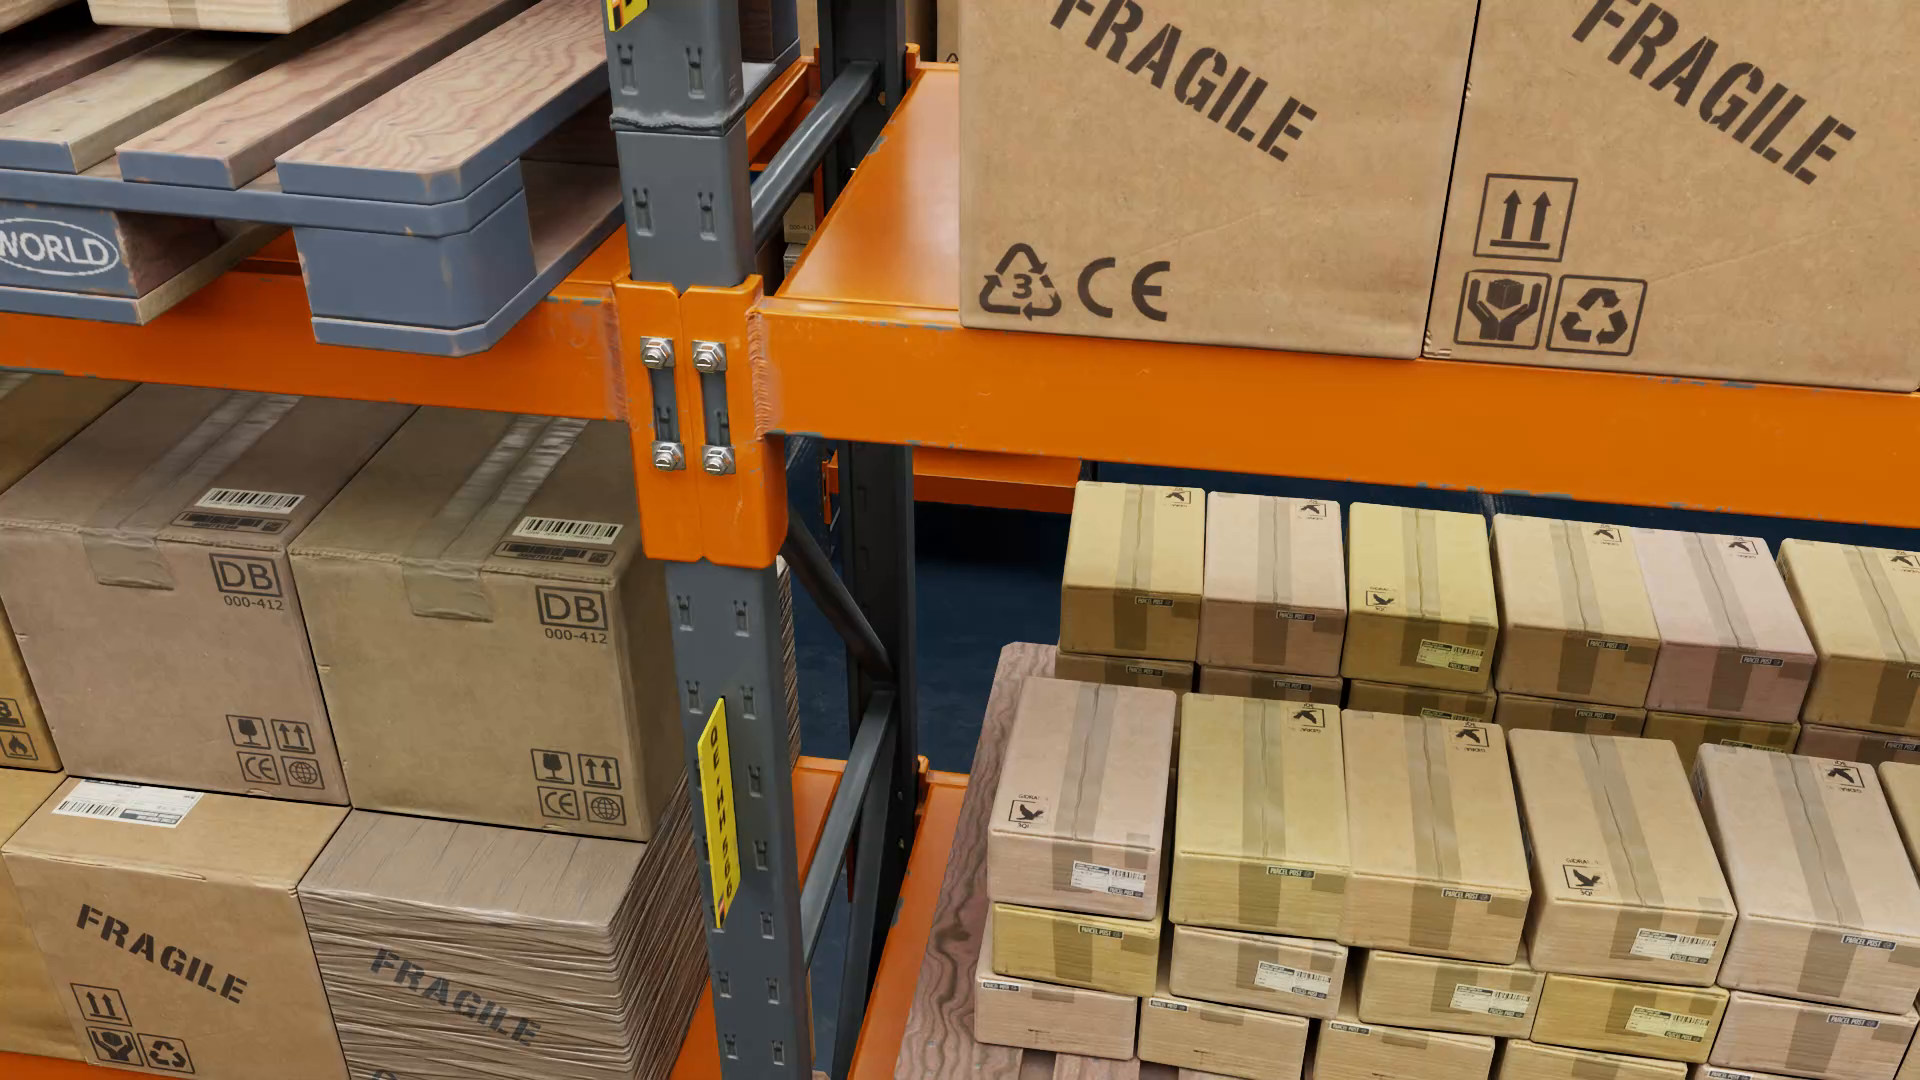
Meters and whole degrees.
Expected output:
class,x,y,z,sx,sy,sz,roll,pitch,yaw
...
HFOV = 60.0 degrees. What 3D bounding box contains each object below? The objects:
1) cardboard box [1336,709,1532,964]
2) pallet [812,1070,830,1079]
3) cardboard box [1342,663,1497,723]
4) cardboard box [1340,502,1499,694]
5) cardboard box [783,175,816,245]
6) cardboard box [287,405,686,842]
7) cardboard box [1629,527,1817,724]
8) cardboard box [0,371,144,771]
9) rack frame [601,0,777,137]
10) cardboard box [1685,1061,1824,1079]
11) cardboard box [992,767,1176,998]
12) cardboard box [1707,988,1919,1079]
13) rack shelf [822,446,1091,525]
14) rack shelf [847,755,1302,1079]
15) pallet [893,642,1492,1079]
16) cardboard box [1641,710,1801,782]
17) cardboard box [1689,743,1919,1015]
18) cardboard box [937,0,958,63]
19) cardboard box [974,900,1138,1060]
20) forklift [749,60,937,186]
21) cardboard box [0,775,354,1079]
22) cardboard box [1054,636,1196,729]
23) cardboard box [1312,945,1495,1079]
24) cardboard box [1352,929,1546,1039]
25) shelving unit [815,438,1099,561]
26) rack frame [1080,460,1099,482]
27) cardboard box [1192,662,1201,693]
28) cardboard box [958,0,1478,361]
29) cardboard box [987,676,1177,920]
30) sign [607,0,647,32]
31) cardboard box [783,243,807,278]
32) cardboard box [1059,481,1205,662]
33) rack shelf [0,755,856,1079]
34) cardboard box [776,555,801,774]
class,x,y,z,sx,sy,sz,roll,pitch,yaw
cardboard box,0.697,0.437,2.505,0.250,0.149,0.380,5,32,8
pallet,-0.997,1.644,3.925,1.213,0.211,1.003,5,32,8
cardboard box,0.854,0.225,3.124,0.250,0.149,0.380,6,33,9
cardboard box,0.833,0.099,3.046,0.250,0.149,0.380,6,33,10
cardboard box,-0.488,-1.545,7.625,0.500,0.250,0.500,9,33,14
cardboard box,-0.673,0.060,2.791,0.500,0.500,0.700,5,32,8
cardboard box,1.334,0.145,2.971,0.250,0.149,0.380,5,32,8
cardboard box,-1.678,-0.029,2.933,0.500,0.500,0.700,5,32,7
rack frame,-0.232,-1.972,1.418,0.127,3.000,1.000,5,32,8
cardboard box,1.234,0.739,2.583,0.250,0.149,0.380,6,33,10
cardboard box,0.210,0.522,2.650,0.250,0.149,0.380,7,33,10
cardboard box,1.236,0.612,2.505,0.250,0.149,0.380,5,32,8
rack shelf,0.007,-0.269,6.580,1.000,0.278,0.538,5,32,8
rack shelf,1.739,1.055,2.916,4.000,0.370,1.077,5,32,8
pallet,0.488,0.661,3.048,1.003,0.211,1.213,5,32,8
cardboard box,1.346,0.271,3.051,0.250,0.149,0.380,5,32,8
cardboard box,1.225,0.484,2.430,0.250,0.149,0.380,7,33,10
cardboard box,0.163,-2.261,7.046,0.500,0.500,0.500,1,32,2
cardboard box,0.175,0.645,2.733,0.250,0.149,0.380,5,32,8
forklift,0.262,-2.858,8.553,3.031,2.935,1.130,5,32,9
cardboard box,-1.213,0.584,2.896,0.500,0.500,0.500,5,32,8
cardboard box,0.331,0.180,3.196,0.250,0.149,0.380,6,33,9
cardboard box,0.705,0.693,2.656,0.250,0.149,0.380,7,33,11
cardboard box,0.742,0.567,2.577,0.250,0.149,0.380,4,32,7
shelving unit,0.007,-0.476,6.451,1.048,1.125,0.538,5,32,8
rack frame,0.508,-0.431,6.378,0.032,1.125,0.500,5,32,8
cardboard box,0.576,0.327,3.242,0.250,0.149,0.380,5,32,8
cardboard box,0.286,-0.552,1.884,0.500,0.500,0.500,5,32,8
cardboard box,0.195,0.391,2.579,0.250,0.149,0.380,5,32,8
sign,-0.334,-0.663,1.593,0.005,0.325,0.100,5,32,8
cardboard box,-0.511,-1.233,7.834,0.500,0.500,0.700,3,32,4
cardboard box,0.328,0.052,3.121,0.250,0.149,0.380,4,32,6
rack shelf,-2.204,0.698,3.486,4.000,0.370,1.077,5,32,8
cardboard box,-0.630,0.348,3.273,0.500,0.500,0.500,6,32,9
